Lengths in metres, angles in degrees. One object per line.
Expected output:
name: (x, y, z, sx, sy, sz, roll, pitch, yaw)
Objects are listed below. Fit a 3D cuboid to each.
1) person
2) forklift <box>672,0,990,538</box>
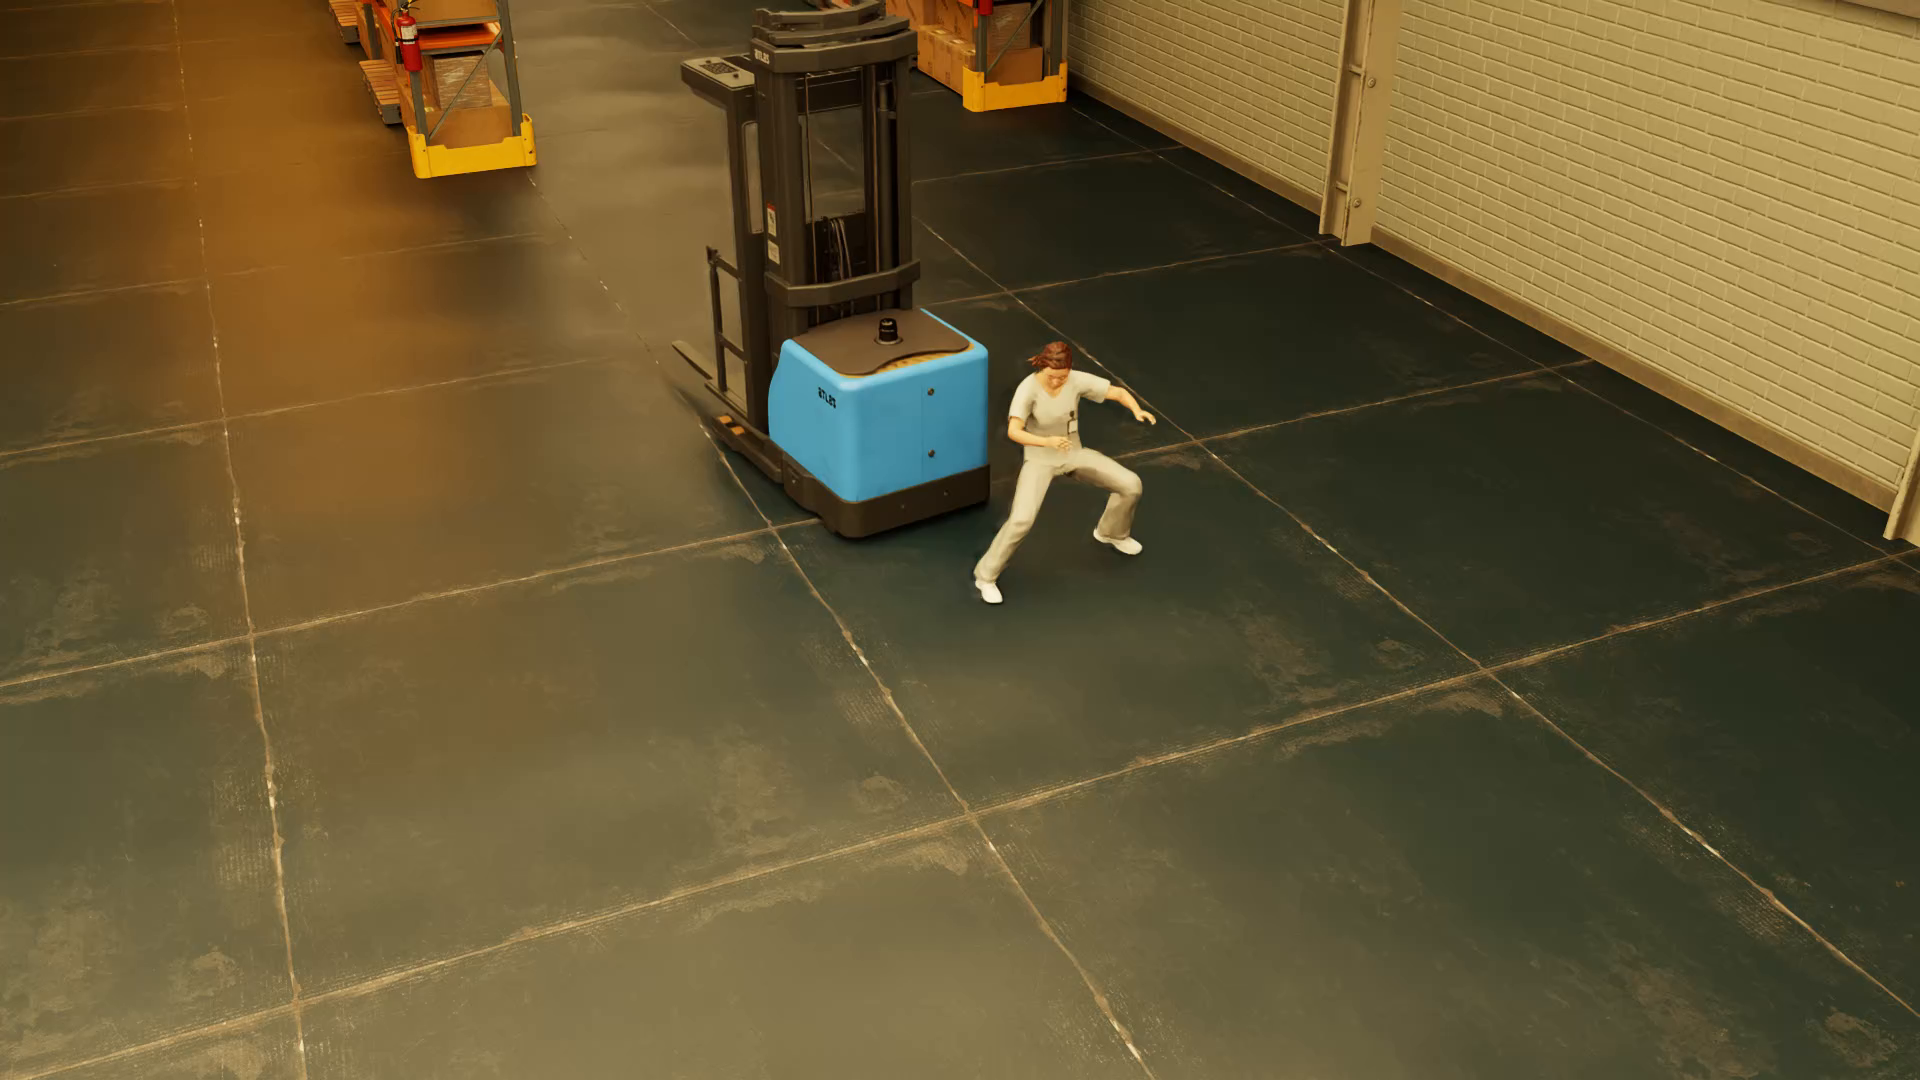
person: (0.585, -0.434, 9.387, 1.070, 1.426, 0.650, -7, 31, -12)
forklift: (-1.020, -1.976, 10.576, 1.130, 2.935, 3.031, -17, 34, -27)
